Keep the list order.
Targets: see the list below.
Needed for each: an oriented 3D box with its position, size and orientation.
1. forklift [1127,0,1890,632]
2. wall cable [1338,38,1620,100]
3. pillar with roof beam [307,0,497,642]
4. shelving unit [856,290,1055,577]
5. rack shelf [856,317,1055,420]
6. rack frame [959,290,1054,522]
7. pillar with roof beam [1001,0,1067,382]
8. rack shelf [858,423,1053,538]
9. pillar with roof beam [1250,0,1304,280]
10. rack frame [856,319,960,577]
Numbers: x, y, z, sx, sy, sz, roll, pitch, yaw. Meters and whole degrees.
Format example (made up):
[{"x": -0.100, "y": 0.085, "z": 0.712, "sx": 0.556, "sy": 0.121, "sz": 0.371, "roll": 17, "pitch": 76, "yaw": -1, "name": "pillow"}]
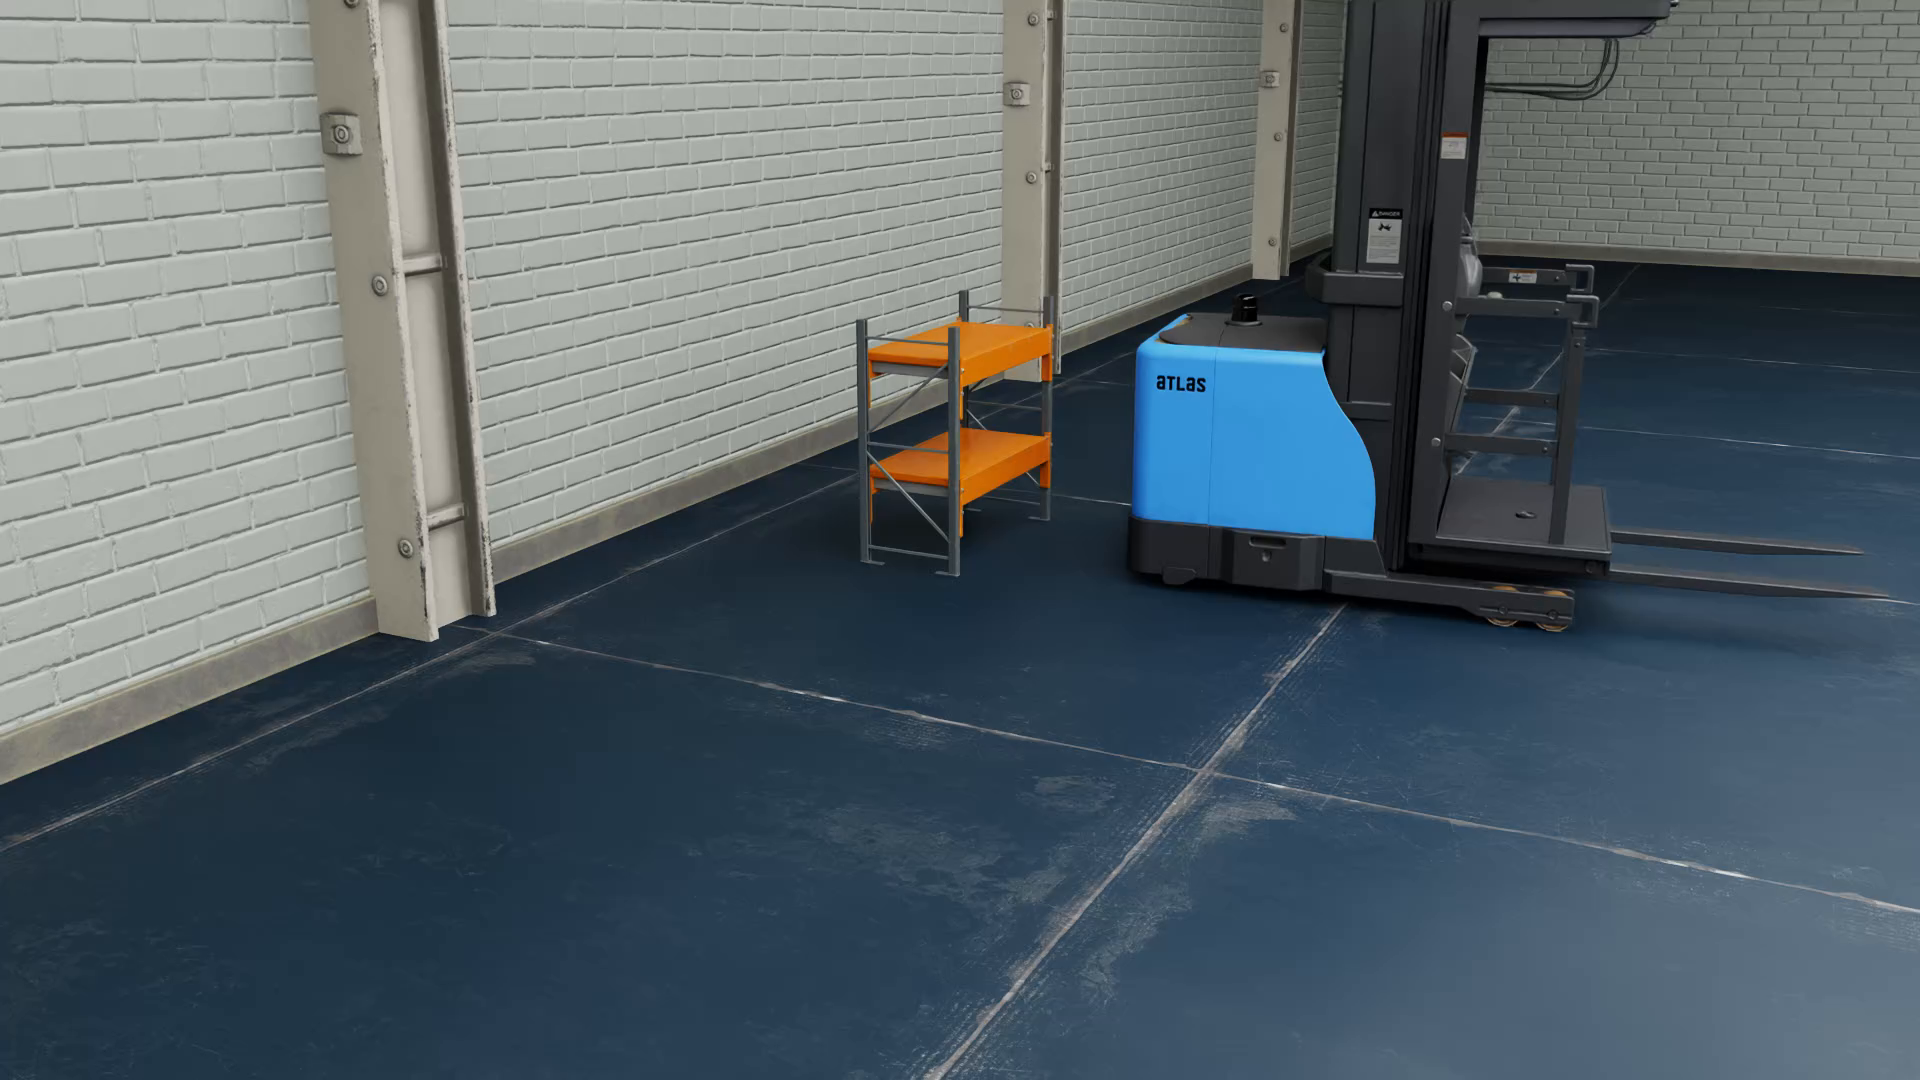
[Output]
[{"x": 2.315, "y": -1.202, "z": 6.923, "sx": 3.031, "sy": 2.935, "sz": 1.130, "roll": 6, "pitch": 17, "yaw": 18, "name": "forklift"}, {"x": 5.692, "y": -6.126, "z": 18.298, "sx": 3.097, "sy": 2.526, "sz": 0.112, "roll": 8, "pitch": 18, "yaw": 25, "name": "wall cable"}, {"x": 1.682, "y": -3.428, "z": 3.761, "sx": 9.100, "sy": 9.000, "sz": 0.400, "roll": 8, "pitch": 18, "yaw": 25, "name": "pillar with roof beam"}, {"x": -0.003, "y": -0.537, "z": 7.858, "sx": 0.538, "sy": 1.125, "sz": 1.048, "roll": 8, "pitch": 18, "yaw": 25, "name": "shelving unit"}, {"x": -0.003, "y": -0.818, "z": 7.775, "sx": 0.538, "sy": 0.278, "sz": 1.000, "roll": 8, "pitch": 18, "yaw": 25, "name": "rack shelf"}, {"x": 0.224, "y": -0.667, "z": 8.294, "sx": 0.500, "sy": 1.125, "sz": 0.032, "roll": 8, "pitch": 18, "yaw": 25, "name": "rack frame"}, {"x": 4.363, "y": -4.956, "z": 8.906, "sx": 9.100, "sy": 9.000, "sz": 0.400, "roll": 8, "pitch": 18, "yaw": 25, "name": "pillar with roof beam"}, {"x": -0.003, "y": -0.303, "z": 7.928, "sx": 0.538, "sy": 0.278, "sz": 1.000, "roll": 8, "pitch": 18, "yaw": 25, "name": "rack shelf"}, {"x": 7.044, "y": -6.485, "z": 14.052, "sx": 9.100, "sy": 9.000, "sz": 0.400, "roll": 8, "pitch": 18, "yaw": 25, "name": "pillar with roof beam"}, {"x": -0.230, "y": -0.408, "z": 7.422, "sx": 0.500, "sy": 1.125, "sz": 0.032, "roll": 8, "pitch": 18, "yaw": 25, "name": "rack frame"}]
